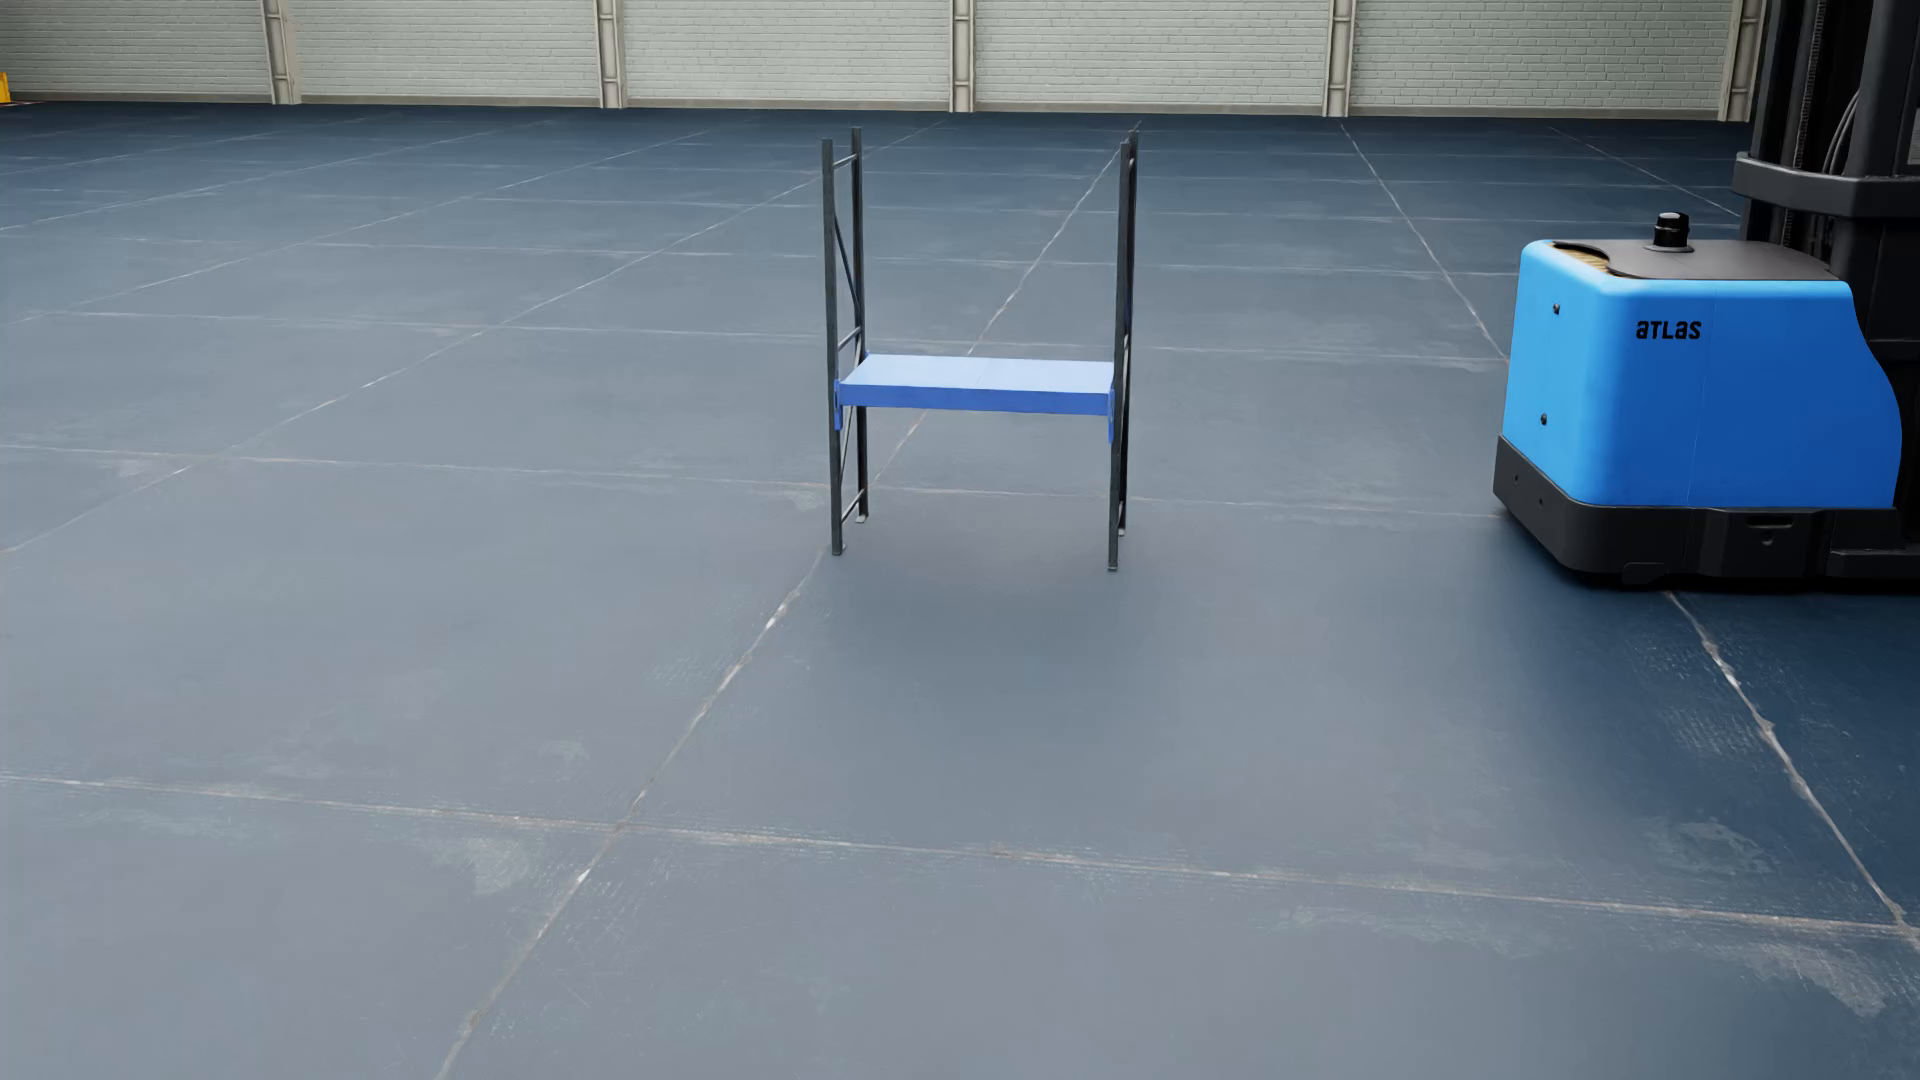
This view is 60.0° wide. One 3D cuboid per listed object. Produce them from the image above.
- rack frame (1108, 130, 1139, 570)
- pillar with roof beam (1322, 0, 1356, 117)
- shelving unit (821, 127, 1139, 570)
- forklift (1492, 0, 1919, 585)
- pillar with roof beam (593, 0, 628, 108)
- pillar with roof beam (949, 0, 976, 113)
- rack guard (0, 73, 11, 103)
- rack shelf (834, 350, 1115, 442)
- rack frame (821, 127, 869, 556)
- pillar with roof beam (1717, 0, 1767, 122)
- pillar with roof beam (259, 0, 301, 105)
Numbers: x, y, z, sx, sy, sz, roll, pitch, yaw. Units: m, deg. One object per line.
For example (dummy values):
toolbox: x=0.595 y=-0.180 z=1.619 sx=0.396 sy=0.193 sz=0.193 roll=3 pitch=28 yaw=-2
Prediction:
rack frame: x=0.586 y=-0.681 z=5.976 sx=0.032 sy=1.500 sz=0.500 roll=3 pitch=19 yaw=9
pillar with roof beam: x=5.285 y=-9.670 z=21.021 sx=0.400 sy=9.000 sz=9.100 roll=3 pitch=19 yaw=9
shelving unit: x=0.084 y=-0.707 z=6.052 sx=1.048 sy=1.500 sz=0.538 roll=3 pitch=19 yaw=9
forklift: x=3.629 y=-1.361 z=5.752 sx=3.031 sy=2.935 sz=1.130 roll=0 pitch=19 yaw=1
pillar with roof beam: x=-6.563 y=-10.274 z=22.826 sx=0.400 sy=9.000 sz=9.100 roll=3 pitch=19 yaw=9
pillar with roof beam: x=-0.639 y=-9.972 z=21.924 sx=0.400 sy=9.000 sz=9.100 roll=3 pitch=19 yaw=9
rack guard: x=-17.160 y=-7.877 z=29.058 sx=0.348 sy=0.500 sz=1.175 roll=3 pitch=19 yaw=9
rack shelf: x=0.084 y=-0.536 z=6.109 sx=1.000 sy=0.185 sz=0.538 roll=3 pitch=19 yaw=9
rack frame: x=-0.418 y=-0.733 z=6.129 sx=0.032 sy=1.500 sz=0.500 roll=3 pitch=19 yaw=9
pillar with roof beam: x=11.209 y=-9.368 z=20.119 sx=0.400 sy=9.000 sz=9.100 roll=3 pitch=19 yaw=9
pillar with roof beam: x=-12.487 y=-10.576 z=23.729 sx=0.400 sy=9.000 sz=9.100 roll=3 pitch=19 yaw=9
